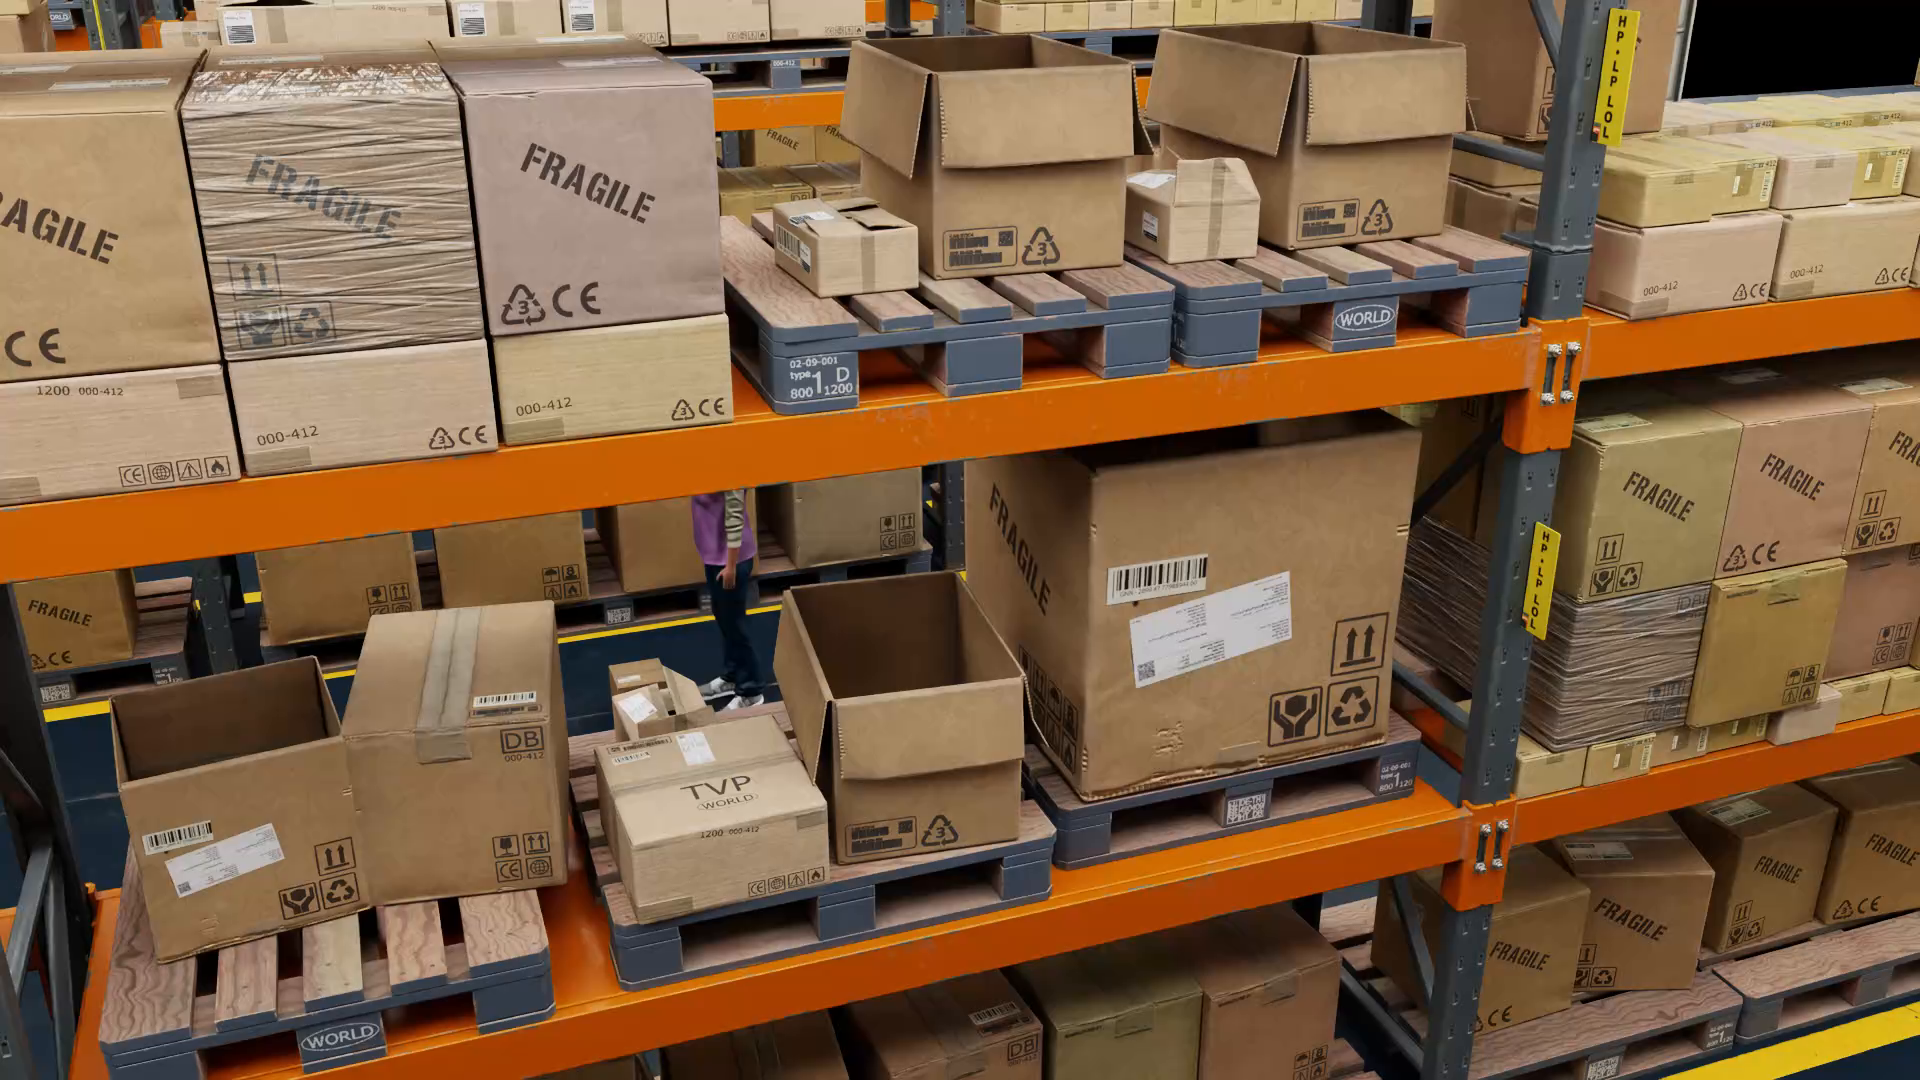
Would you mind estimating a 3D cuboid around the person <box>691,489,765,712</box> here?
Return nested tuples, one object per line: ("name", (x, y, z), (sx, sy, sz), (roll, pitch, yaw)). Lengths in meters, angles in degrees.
("person", (-1.151, 0.108, 8.070), (0.330, 1.589, 0.413), (-8, 24, -18))
